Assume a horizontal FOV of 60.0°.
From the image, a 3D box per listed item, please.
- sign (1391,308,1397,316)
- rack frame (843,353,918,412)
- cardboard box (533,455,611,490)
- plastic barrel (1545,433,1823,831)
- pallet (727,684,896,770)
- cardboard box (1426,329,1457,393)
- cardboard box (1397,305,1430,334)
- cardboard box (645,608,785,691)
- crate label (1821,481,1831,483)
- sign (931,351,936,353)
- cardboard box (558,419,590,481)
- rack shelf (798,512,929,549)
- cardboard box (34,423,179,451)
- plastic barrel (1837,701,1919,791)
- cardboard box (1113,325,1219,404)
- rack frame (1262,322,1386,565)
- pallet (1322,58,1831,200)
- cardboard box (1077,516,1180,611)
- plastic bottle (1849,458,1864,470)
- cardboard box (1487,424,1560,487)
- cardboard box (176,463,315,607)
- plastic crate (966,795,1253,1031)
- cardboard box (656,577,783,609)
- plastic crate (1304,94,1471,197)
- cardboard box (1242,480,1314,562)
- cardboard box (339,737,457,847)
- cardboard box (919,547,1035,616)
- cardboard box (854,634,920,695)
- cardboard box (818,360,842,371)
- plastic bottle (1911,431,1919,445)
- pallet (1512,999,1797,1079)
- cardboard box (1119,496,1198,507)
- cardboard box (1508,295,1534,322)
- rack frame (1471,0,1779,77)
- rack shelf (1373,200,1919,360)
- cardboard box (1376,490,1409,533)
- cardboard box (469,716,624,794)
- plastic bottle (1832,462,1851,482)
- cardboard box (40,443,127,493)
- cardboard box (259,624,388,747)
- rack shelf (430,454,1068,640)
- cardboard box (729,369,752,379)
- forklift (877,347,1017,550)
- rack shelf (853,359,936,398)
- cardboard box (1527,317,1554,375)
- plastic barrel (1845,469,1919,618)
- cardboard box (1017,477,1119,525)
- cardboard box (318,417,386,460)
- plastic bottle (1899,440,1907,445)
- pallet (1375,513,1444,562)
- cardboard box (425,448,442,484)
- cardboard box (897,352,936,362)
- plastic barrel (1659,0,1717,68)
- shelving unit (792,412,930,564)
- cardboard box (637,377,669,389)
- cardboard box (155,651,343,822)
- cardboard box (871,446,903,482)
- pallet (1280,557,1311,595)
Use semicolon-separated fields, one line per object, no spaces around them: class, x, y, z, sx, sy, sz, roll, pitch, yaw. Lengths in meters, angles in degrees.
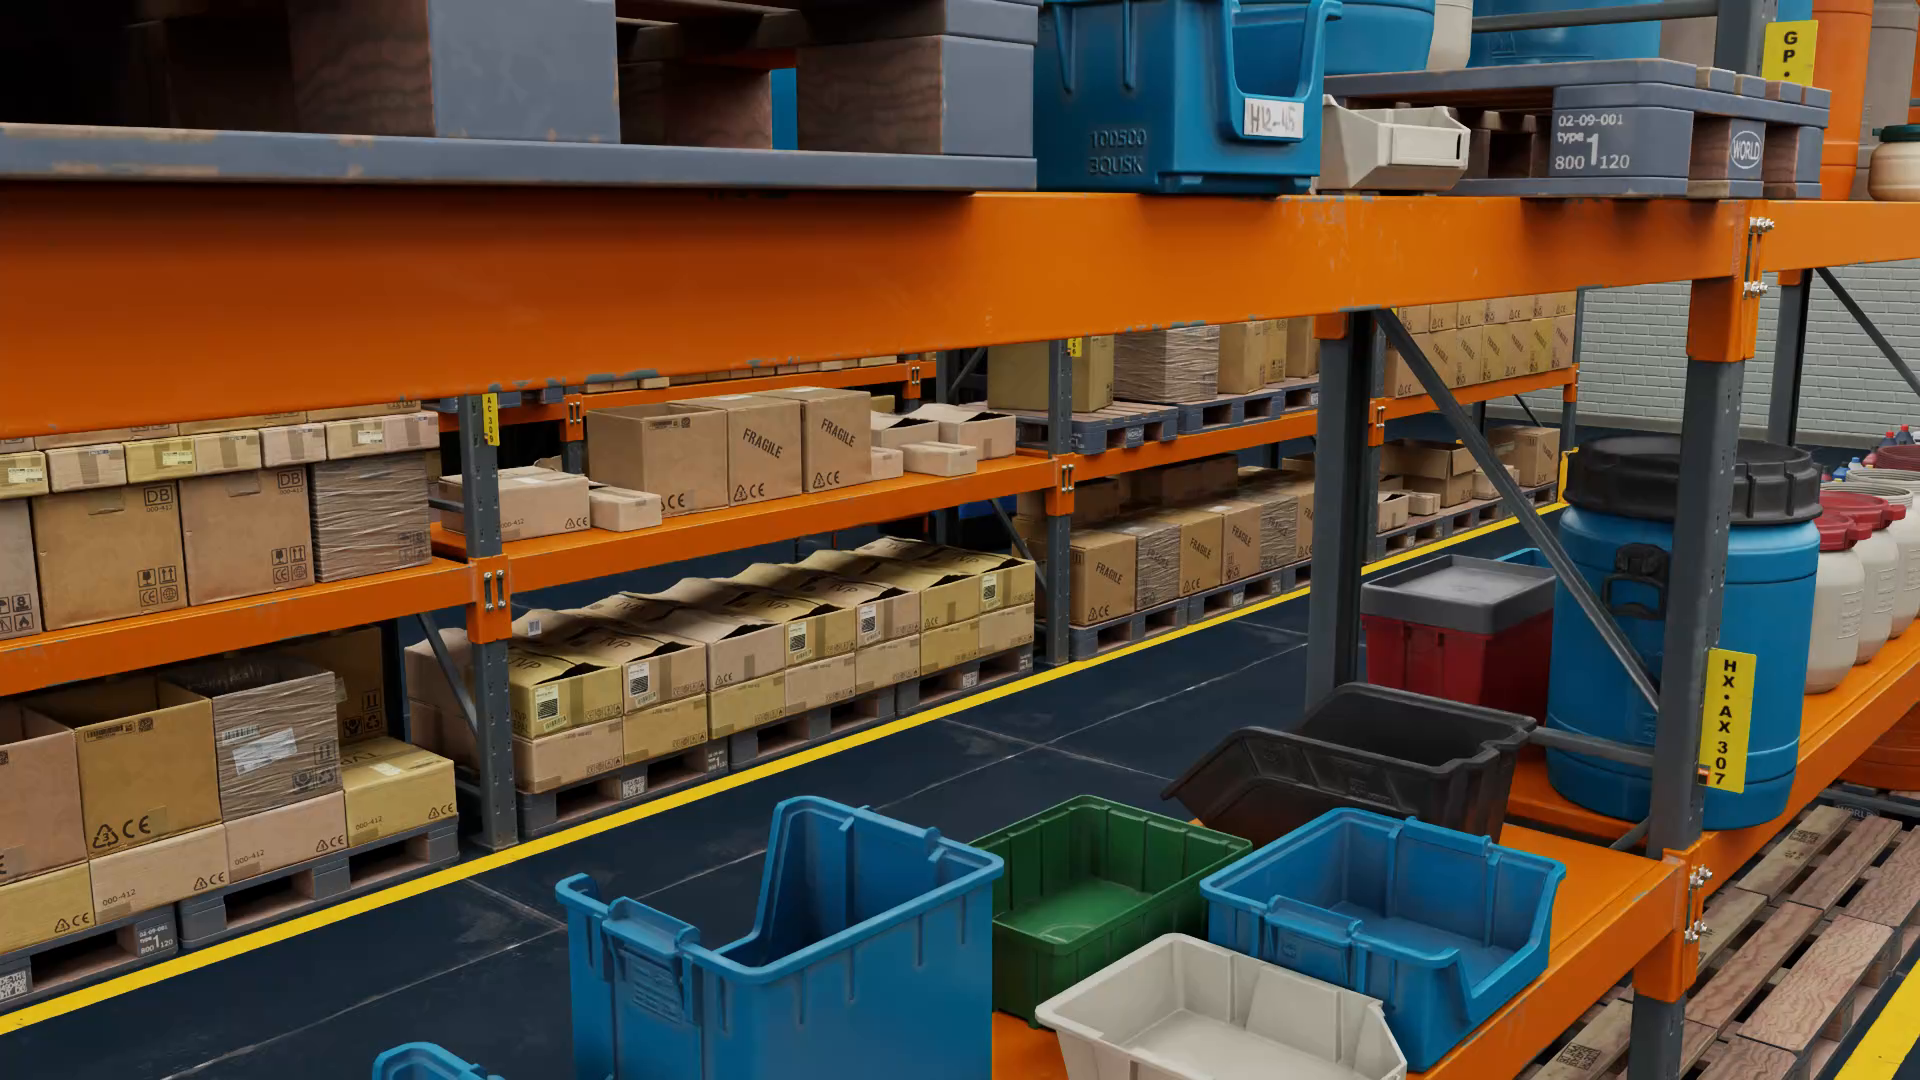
sign;3.321;-1.840;12.811;0.100;0.325;0.005;10;15;40
rack frame;-0.821;-1.984;16.485;1.000;3.000;0.127;10;15;40
cardboard box;-1.936;-0.254;8.168;0.396;0.266;0.258;9;15;39
plastic barrel;1.822;0.211;4.218;0.600;0.901;0.708;10;15;40
pallet;-1.116;0.907;9.132;1.003;0.211;1.213;10;15;40
cardboard box;3.779;-1.508;13.850;0.500;0.500;0.500;10;15;41
cardboard box;3.425;-1.916;13.338;0.500;0.500;0.500;10;15;42
cardboard box;-1.244;0.523;8.452;0.500;0.311;0.500;9;14;38
crate label;3.121;-0.021;6.565;0.502;0.435;0.616;10;15;40
sign;-0.152;-1.353;10.573;0.100;0.325;0.005;10;15;40
cardboard box;-2.878;-0.638;14.165;0.750;0.750;0.750;10;15;40
rack shelf;-0.795;-0.167;13.421;1.000;0.278;0.538;-11;16;-43
cardboard box;-3.330;-0.638;6.179;0.700;0.500;0.500;10;15;40
plastic barrel;4.290;0.670;7.668;0.600;0.830;0.708;10;15;40
cardboard box;1.340;-1.227;11.371;0.500;0.500;0.700;-9;14;-37
rack frame;2.902;-1.344;13.281;1.000;3.000;0.127;10;15;40
pallet;0.937;-0.785;3.309;1.213;0.211;1.003;10;15;40
cardboard box;1.118;0.147;11.076;0.500;0.500;0.500;9;14;38
plastic bottle;4.426;-0.272;8.242;0.097;0.271;0.097;0;11;0
cardboard box;5.369;-0.810;15.869;0.500;0.500;0.500;10;15;40
cardboard box;-3.010;-0.071;6.655;0.700;0.500;0.500;10;15;40
plastic crate;0.232;0.741;3.382;0.450;0.188;0.662;10;15;40
cardboard box;-1.322;0.380;9.166;0.500;0.311;0.500;10;15;40
plastic crate;0.584;-0.579;2.467;0.243;0.136;0.396;10;15;40
cardboard box;2.459;-0.152;12.575;0.500;0.500;0.500;10;15;41
cardboard box;-2.521;1.072;7.133;0.500;0.250;0.500;10;15;40
cardboard box;0.101;0.221;9.963;0.500;0.311;0.500;10;15;42
cardboard box;-0.574;0.646;9.267;0.500;0.250;0.500;10;15;42
cardboard box;-1.316;-1.665;15.480;0.380;0.149;0.250;10;15;40
plastic bottle;5.265;-0.453;9.137;0.152;0.276;0.135;10;15;40
pallet;1.829;1.721;5.056;1.003;0.211;1.213;10;15;40
cardboard box;1.386;-0.067;12.149;0.500;0.500;0.500;9;14;38
cardboard box;4.784;-2.219;14.856;0.500;0.500;0.500;10;15;42
rack frame;1.340;-2.468;3.591;1.000;3.000;0.127;10;15;40
rack shelf;2.660;-0.938;5.429;1.077;0.370;4.000;10;15;40
cardboard box;3.342;-0.275;13.671;0.500;0.311;0.500;10;15;40
cardboard box;-1.926;0.948;7.753;0.500;0.250;0.500;9;15;39
plastic bottle;4.297;-0.243;8.099;0.097;0.271;0.097;0;11;0
cardboard box;-3.237;-0.280;6.041;0.380;0.149;0.250;10;15;42
cardboard box;-2.920;0.636;7.404;0.500;0.500;0.500;10;15;40
rack shelf;-1.058;-0.108;8.932;1.077;0.370;4.000;10;15;40
cardboard box;-2.066;-1.527;14.791;0.380;0.149;0.250;10;15;41
forklift;0.702;-1.571;14.594;3.031;2.935;1.130;-11;16;-43
rack shelf;0.499;-1.925;18.029;1.077;0.370;4.000;10;15;40
cardboard box;5.112;-1.804;15.327;0.500;0.500;0.500;10;15;41
plastic barrel;3.462;0.010;6.218;0.421;0.512;0.421;0;11;0
cardboard box;0.737;-0.290;11.348;0.500;0.250;0.500;11;15;42
cardboard box;-2.562;-0.430;6.795;0.380;0.149;0.250;9;15;39
plastic bottle;4.937;-0.379;8.748;0.061;0.283;0.133;10;15;40
pallet;3.356;-0.077;14.060;1.003;0.211;1.213;10;15;40
cardboard box;-4.321;-0.565;12.723;0.500;0.250;0.500;10;15;41
cardboard box;-0.451;-2.209;16.845;0.980;0.700;0.700;10;15;41
plastic barrel;1.944;-1.442;4.833;0.600;0.901;0.600;0;11;0
shelving unit;-0.795;-0.406;13.374;1.048;1.125;0.538;-11;16;-43
cardboard box;-2.659;-1.364;13.975;0.380;0.149;0.250;10;15;42
cardboard box;-2.859;0.776;6.699;0.500;0.500;0.500;10;15;40
cardboard box;-0.538;-0.437;9.383;0.250;0.149;0.380;-11;16;-43
pallet;2.394;0.148;12.931;1.003;0.211;1.213;10;15;40
